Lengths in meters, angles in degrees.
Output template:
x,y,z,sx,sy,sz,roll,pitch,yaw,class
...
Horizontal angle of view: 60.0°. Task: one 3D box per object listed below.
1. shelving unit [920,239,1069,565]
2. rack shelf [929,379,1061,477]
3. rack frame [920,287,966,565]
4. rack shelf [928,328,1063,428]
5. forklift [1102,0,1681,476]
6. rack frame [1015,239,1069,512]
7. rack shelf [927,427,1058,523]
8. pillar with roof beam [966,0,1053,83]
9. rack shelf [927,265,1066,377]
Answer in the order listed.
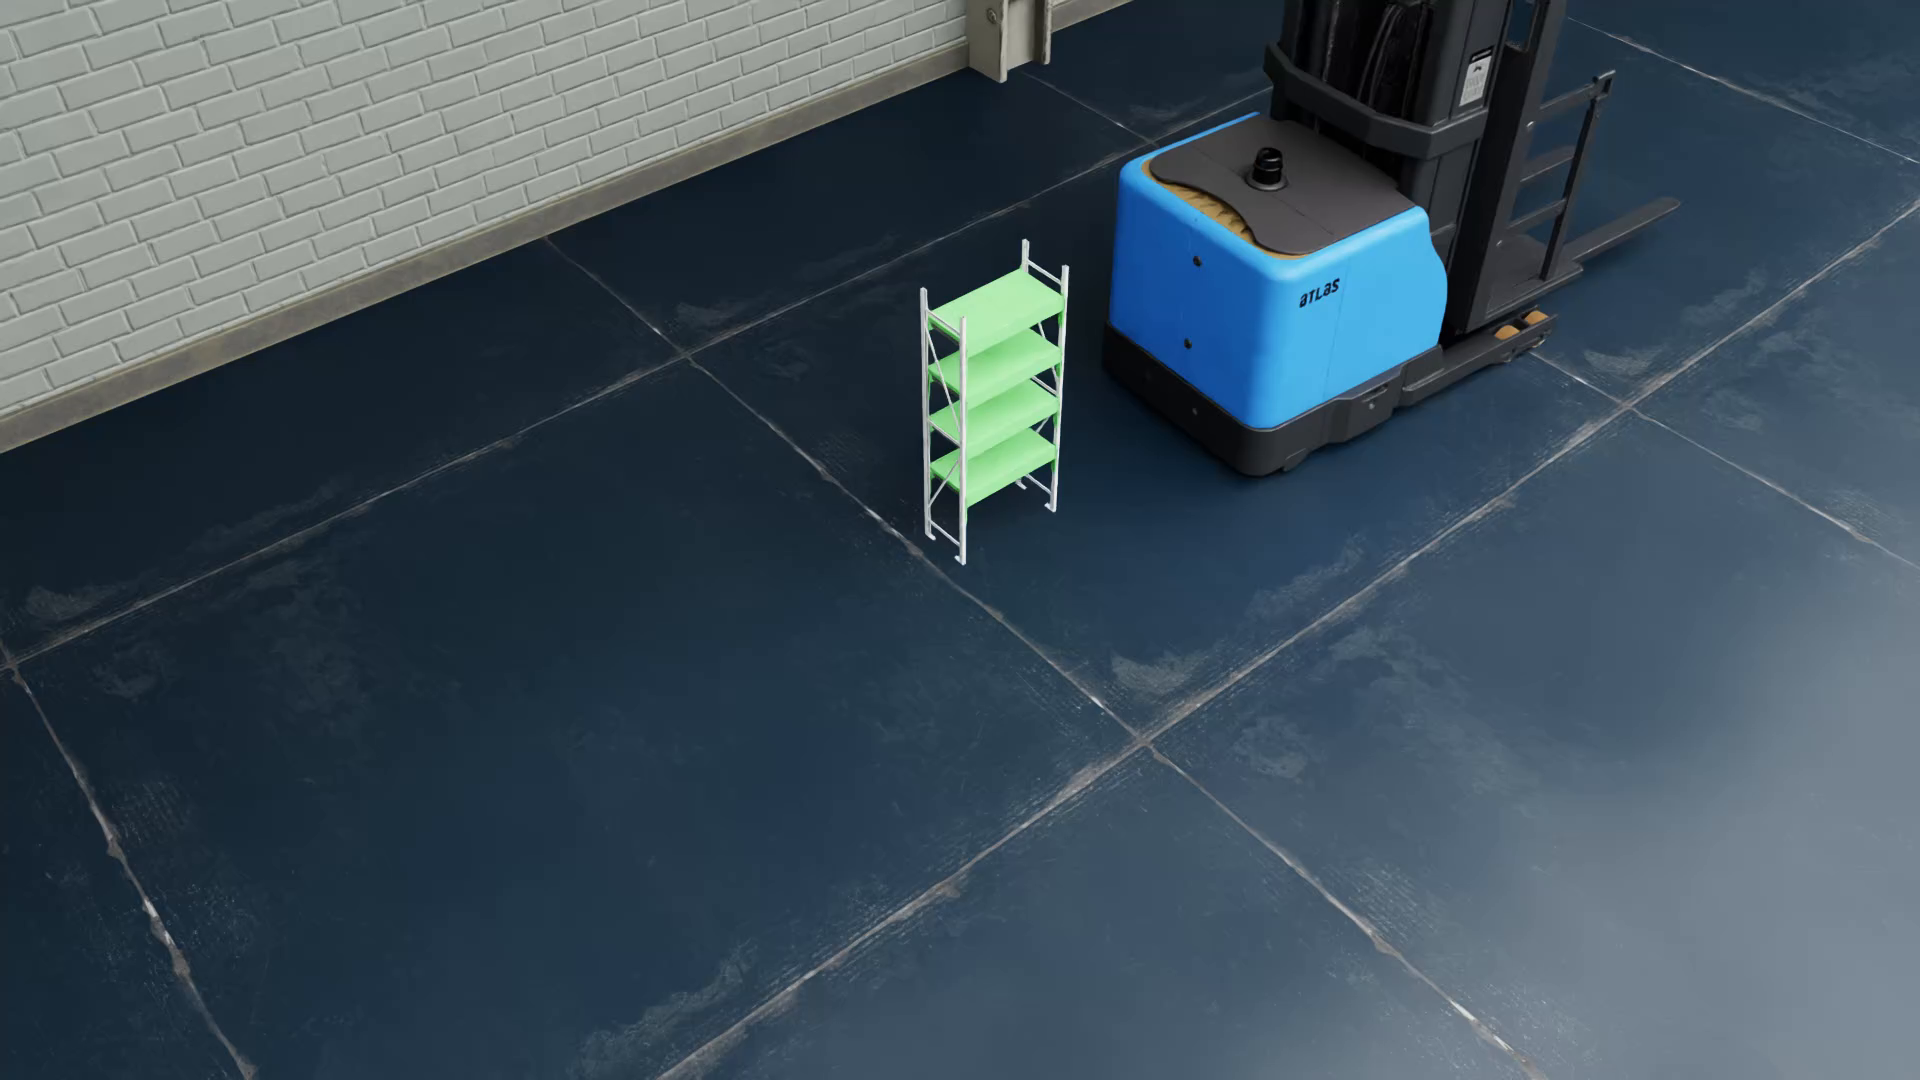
x,y,z,sx,sy,sz,roll,pitch,yaw,class
0.127,-0.510,6.417,0.503,1.200,0.258,-30,51,-28,shelving unit
0.127,-0.463,6.460,0.480,0.148,0.258,-30,51,-28,rack shelf
-0.060,-0.403,6.303,0.015,1.200,0.240,-30,51,-28,rack frame
0.127,-0.638,6.296,0.480,0.148,0.258,-30,51,-28,rack shelf
2.133,-2.151,6.900,3.031,2.935,1.130,-26,49,-25,forklift
0.314,-0.617,6.531,0.015,1.200,0.240,-30,51,-28,rack frame
0.127,-0.289,6.625,0.480,0.148,0.258,-30,51,-28,rack shelf
3.044,-3.808,4.231,0.400,9.000,9.100,-30,51,-28,pillar with roof beam
0.127,-0.813,6.132,0.480,0.148,0.258,-30,51,-28,rack shelf
